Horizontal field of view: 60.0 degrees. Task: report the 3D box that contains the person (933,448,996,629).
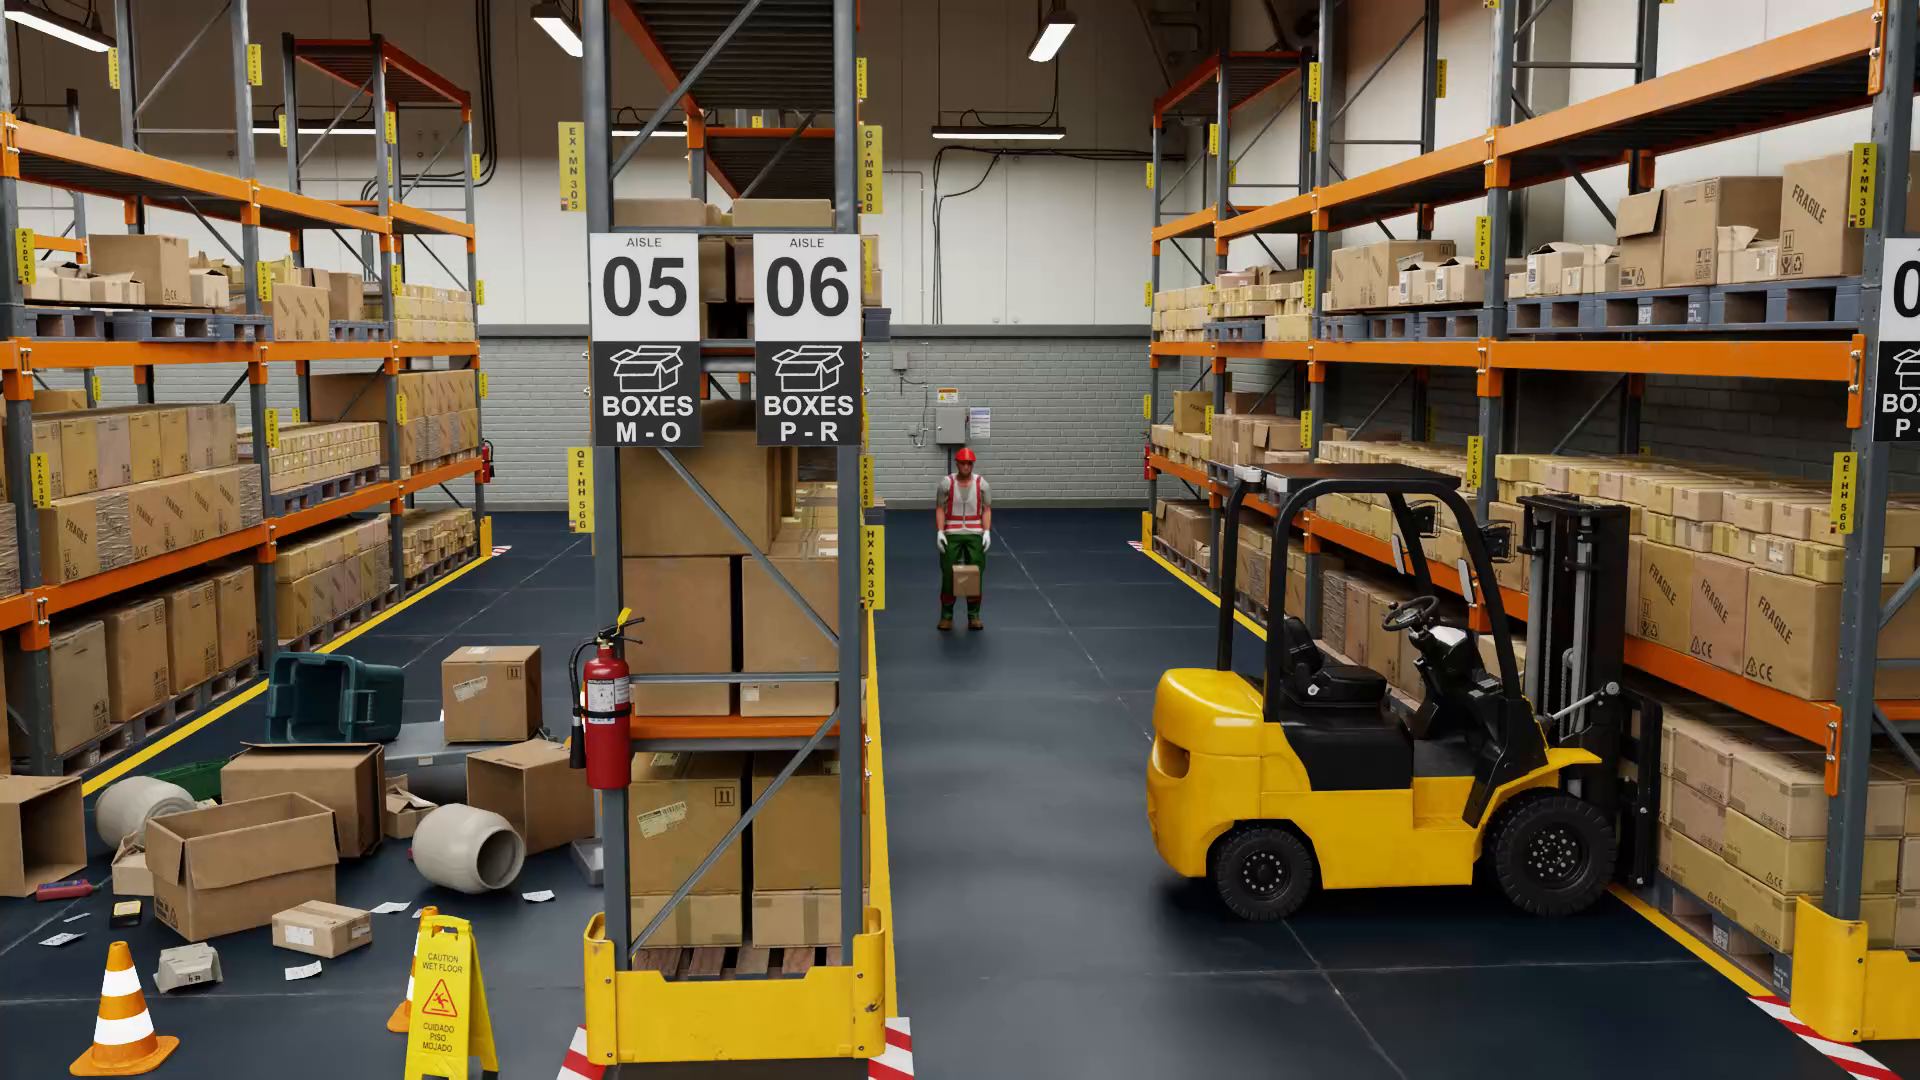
[{"bbox_3d":[0.044,-0.016,16.311,0.621,1.779,0.454,-1,7,-4],"label":"person"}]
